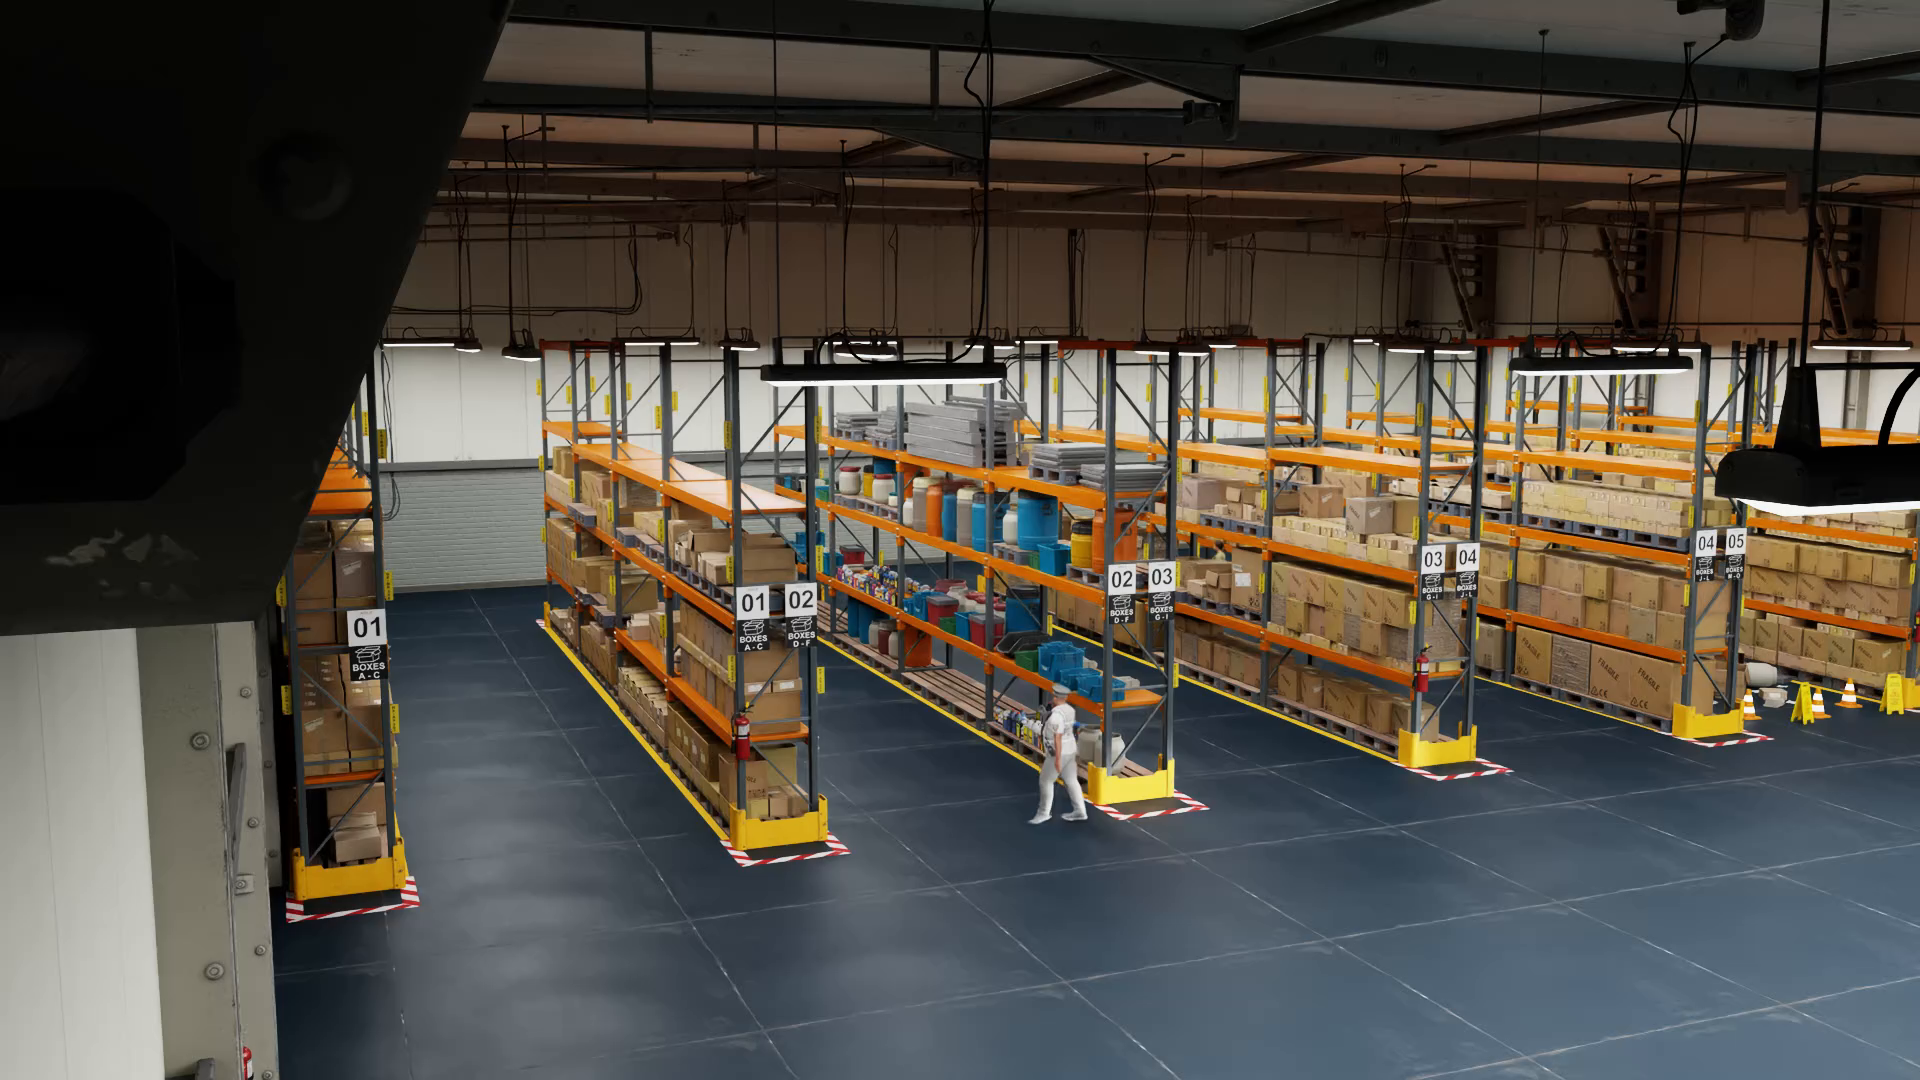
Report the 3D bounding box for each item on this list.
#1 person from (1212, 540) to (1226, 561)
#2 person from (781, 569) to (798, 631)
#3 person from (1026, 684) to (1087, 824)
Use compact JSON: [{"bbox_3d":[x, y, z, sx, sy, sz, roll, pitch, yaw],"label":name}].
[{"bbox_3d":[5.608,0.833,35.940,0.461,1.670,0.487,4,8,27],"label":"person"},{"bbox_3d":[-3.529,1.133,33.158,0.535,1.749,0.951,1,7,6],"label":"person"},{"bbox_3d":[1.278,2.741,21.201,0.694,1.794,0.624,4,8,27],"label":"person"}]
